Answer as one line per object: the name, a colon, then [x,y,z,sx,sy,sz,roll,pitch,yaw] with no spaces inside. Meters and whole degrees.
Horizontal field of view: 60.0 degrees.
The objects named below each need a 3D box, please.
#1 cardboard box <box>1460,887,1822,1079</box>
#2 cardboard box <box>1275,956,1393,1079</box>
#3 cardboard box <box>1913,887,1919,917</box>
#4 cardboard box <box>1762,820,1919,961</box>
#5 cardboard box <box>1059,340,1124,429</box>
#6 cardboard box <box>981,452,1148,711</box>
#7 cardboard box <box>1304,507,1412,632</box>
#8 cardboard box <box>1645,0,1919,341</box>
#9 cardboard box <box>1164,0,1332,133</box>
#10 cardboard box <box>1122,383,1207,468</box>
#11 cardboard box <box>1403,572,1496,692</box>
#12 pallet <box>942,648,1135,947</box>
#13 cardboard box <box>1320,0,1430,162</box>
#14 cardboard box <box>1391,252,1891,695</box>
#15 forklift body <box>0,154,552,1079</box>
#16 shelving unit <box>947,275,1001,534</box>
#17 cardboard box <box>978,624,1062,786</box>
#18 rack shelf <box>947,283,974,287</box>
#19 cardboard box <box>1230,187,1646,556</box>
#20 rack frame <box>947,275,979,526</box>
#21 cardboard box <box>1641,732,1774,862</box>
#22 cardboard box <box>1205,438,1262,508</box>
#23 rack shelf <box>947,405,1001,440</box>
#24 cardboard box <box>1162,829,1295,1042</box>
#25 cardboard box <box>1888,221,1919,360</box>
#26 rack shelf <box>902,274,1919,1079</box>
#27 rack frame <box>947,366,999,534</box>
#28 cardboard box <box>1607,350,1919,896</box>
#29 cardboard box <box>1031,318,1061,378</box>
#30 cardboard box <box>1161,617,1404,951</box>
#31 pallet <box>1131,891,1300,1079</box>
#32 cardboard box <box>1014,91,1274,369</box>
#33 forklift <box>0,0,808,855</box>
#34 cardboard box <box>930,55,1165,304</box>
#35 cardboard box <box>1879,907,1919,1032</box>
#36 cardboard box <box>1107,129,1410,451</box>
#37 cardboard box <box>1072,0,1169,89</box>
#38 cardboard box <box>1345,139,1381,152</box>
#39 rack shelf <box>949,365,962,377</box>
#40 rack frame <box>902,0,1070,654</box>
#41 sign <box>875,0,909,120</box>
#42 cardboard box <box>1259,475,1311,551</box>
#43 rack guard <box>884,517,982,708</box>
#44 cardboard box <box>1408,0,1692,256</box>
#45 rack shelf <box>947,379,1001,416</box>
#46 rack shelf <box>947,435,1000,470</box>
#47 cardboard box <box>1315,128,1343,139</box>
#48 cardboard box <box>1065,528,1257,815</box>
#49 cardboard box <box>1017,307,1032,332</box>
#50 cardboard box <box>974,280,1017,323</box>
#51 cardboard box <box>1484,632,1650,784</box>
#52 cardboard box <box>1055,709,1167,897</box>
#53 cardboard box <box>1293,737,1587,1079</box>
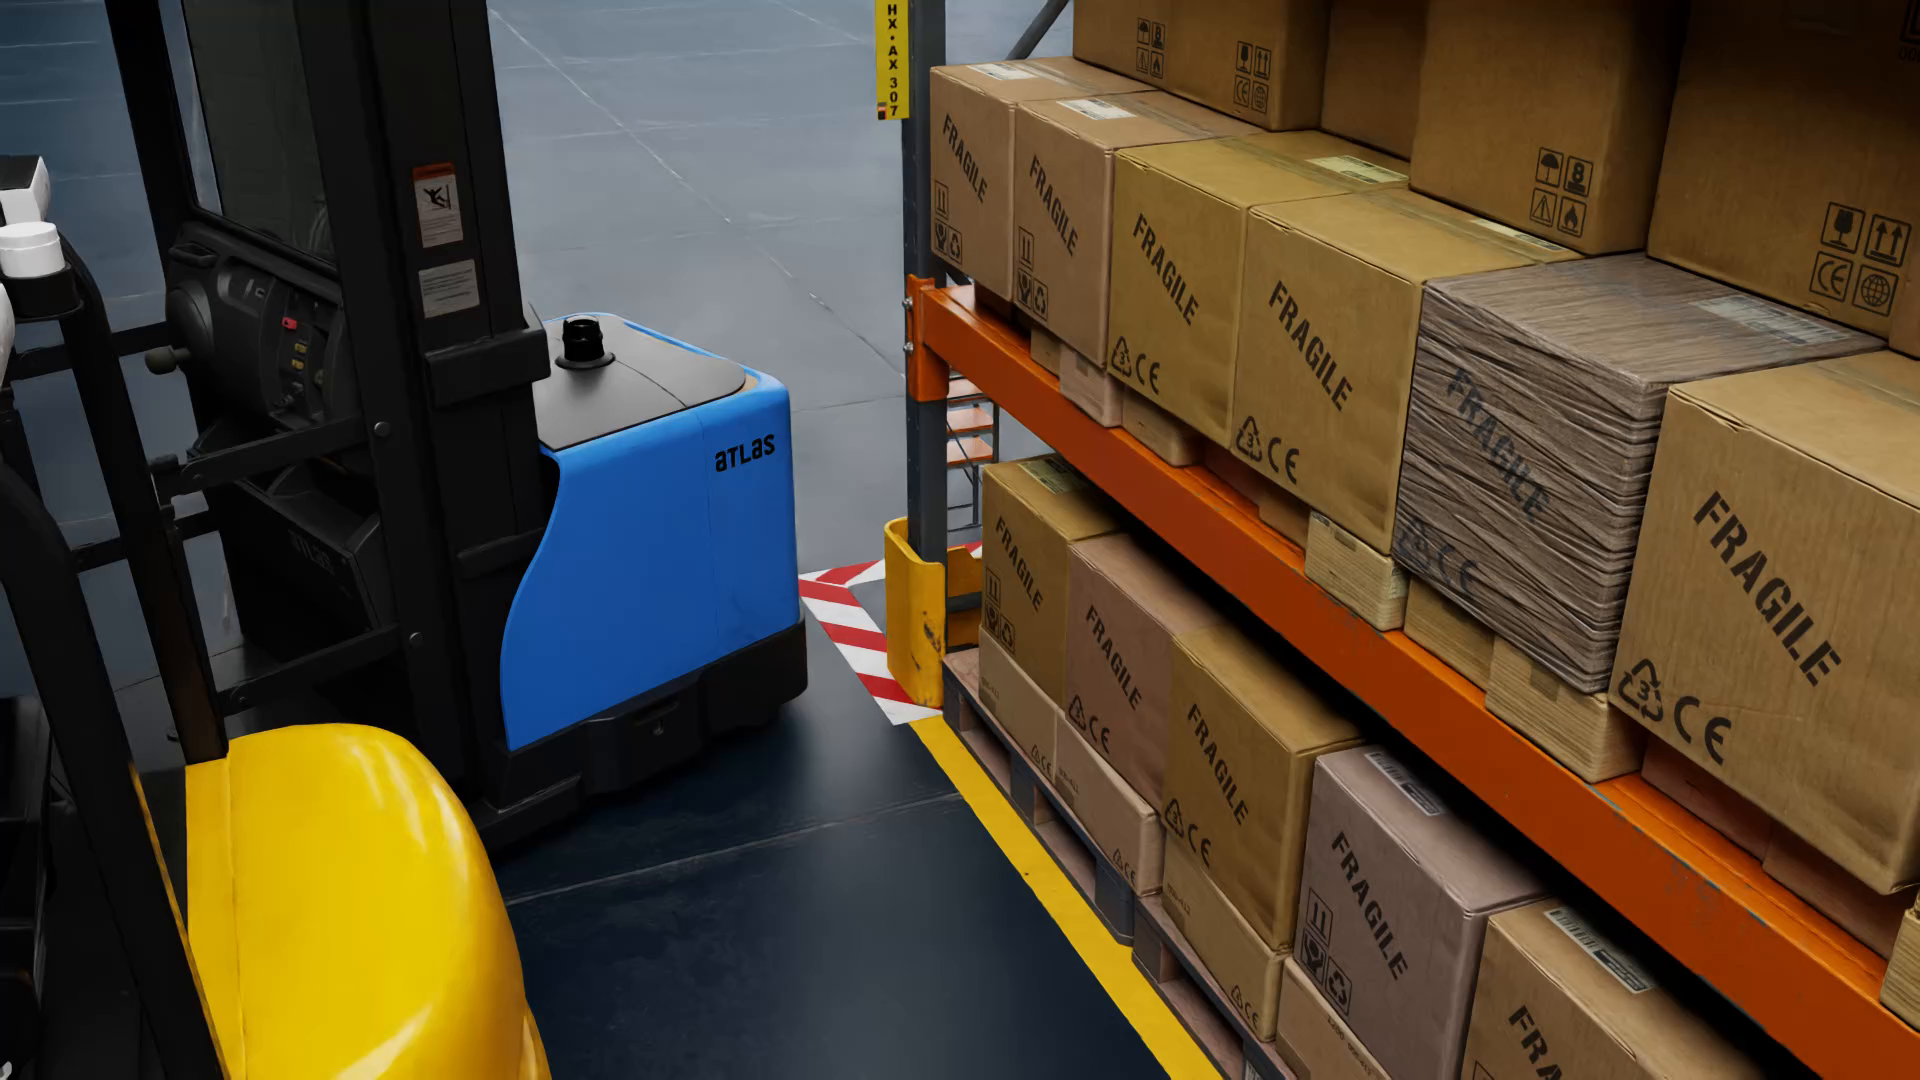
cardboard box: [1.205,0.911,2.767,0.500,0.500,0.500,-10,28,-20]
cardboard box: [0.993,1.034,3.370,0.500,0.250,0.500,-10,28,-20]
cardboard box: [1.482,0.283,1.798,0.500,0.500,0.500,-11,28,-22]
cardboard box: [1.344,0.416,2.266,0.380,0.149,0.250,-10,28,-20]
cardboard box: [0.459,-0.400,3.937,0.380,0.149,0.250,-10,28,-20]
cardboard box: [0.389,0.076,4.476,0.500,0.500,0.500,-12,28,-22]
cardboard box: [0.871,0.018,3.080,0.380,0.149,0.250,-10,28,-20]
cardboard box: [1.560,-0.662,2.594,0.700,0.500,0.500,-11,28,-22]
cardboard box: [0.910,-1.270,3.840,0.700,0.500,0.500,-10,28,-20]
cardboard box: [0.591,-0.301,3.734,0.380,0.149,0.250,-10,28,-19]
cardboard box: [1.005,0.116,2.880,0.380,0.149,0.250,-11,28,-22]
pallet: [0.634,0.601,4.778,1.003,0.211,1.213,-11,28,-21]
cardboard box: [1.205,-1.082,3.454,0.700,0.500,0.500,-11,28,-21]
cardboard box: [1.067,-0.132,2.649,0.500,0.500,0.500,-10,28,-19]
forklift body: [-1.826,0.672,2.423,2.313,2.155,1.214,-11,28,-21]
shelving unit: [-0.006,-0.545,5.999,0.258,1.200,0.189,-11,28,-21]
cardboard box: [0.380,0.404,4.660,0.500,0.250,0.500,-11,28,-21]
rack shelf: [-0.006,-0.829,5.861,0.258,0.103,0.180,-11,28,-21]
cardboard box: [0.862,-0.338,3.071,0.500,0.500,0.500,-11,28,-22]
rack frame: [-0.042,-0.582,6.075,0.240,1.200,0.006,-11,28,-21]
cardboard box: [1.259,0.313,2.477,0.380,0.149,0.250,-11,28,-21]
cardboard box: [0.750,-0.205,3.537,0.380,0.149,0.250,-10,28,-19]
rack shelf: [-0.006,-0.397,6.071,0.258,0.103,0.180,-11,28,-21]
cardboard box: [0.798,0.829,3.788,0.500,0.250,0.500,-9,27,-17]
cardboard box: [1.732,-0.454,2.169,0.700,0.500,0.500,-10,28,-20]
rack shelf: [1.101,0.114,3.417,1.077,0.370,4.000,-11,28,-21]
rack frame: [0.030,-0.508,5.923,0.240,1.200,0.006,-11,28,-21]
cardboard box: [1.274,0.077,2.221,0.500,0.500,0.500,-10,28,-19]
cardboard box: [0.402,-0.510,4.162,0.380,0.149,0.250,-12,28,-22]
cardboard box: [0.787,0.490,3.627,0.500,0.500,0.500,-10,28,-20]
pallet: [1.107,1.093,3.770,1.003,0.211,1.213,-11,28,-21]
cardboard box: [0.454,-0.747,3.909,0.500,0.500,0.500,-10,28,-19]
forklift: [-1.869,-0.495,3.923,1.130,2.935,3.031,24,35,39]
cardboard box: [0.248,-0.956,4.336,0.500,0.500,0.500,-11,28,-21]
cardboard box: [1.374,0.534,2.023,0.380,0.149,0.250,-10,28,-19]
cardboard box: [0.655,-0.542,3.488,0.500,0.500,0.500,-11,28,-22]
cardboard box: [0.719,-1.476,4.261,0.700,0.500,0.500,-11,28,-22]
cardboard box: [1.169,-0.618,3.643,0.500,0.500,0.500,-11,28,-21]
rack shelf: [-0.006,-0.613,5.966,0.258,0.103,0.180,-11,28,-21]
rack frame: [0.318,-1.016,4.913,1.000,3.000,0.127,-11,28,-21]
sign: [-0.181,-1.312,4.532,0.100,0.325,0.005,-11,28,-21]
cardboard box: [0.826,-0.093,3.309,0.380,0.149,0.250,-11,28,-22]
rack guard: [0.348,0.138,5.398,1.175,0.500,0.348,-11,28,-21]
cardboard box: [1.272,-0.856,2.993,0.700,0.500,0.500,-11,28,-21]
rack shelf: [-0.006,-0.505,6.018,0.258,0.103,0.180,-11,28,-21]
rack shelf: [-0.006,-0.290,6.124,0.258,0.103,0.180,-11,28,-21]
cardboard box: [0.976,-0.820,4.058,0.500,0.500,0.500,-11,28,-20]
cardboard box: [0.598,0.287,4.045,0.500,0.500,0.500,-12,28,-23]
cardboard box: [0.373,-0.631,4.410,0.380,0.149,0.250,-10,28,-20]
cardboard box: [0.261,-0.731,4.614,0.380,0.149,0.250,-10,28,-20]
cardboard box: [1.077,0.224,2.658,0.380,0.149,0.250,-11,28,-21]
cardboard box: [0.573,0.611,4.235,0.500,0.250,0.500,-10,28,-19]
cardboard box: [1.004,0.705,3.188,0.500,0.500,0.500,-9,27,-18]
